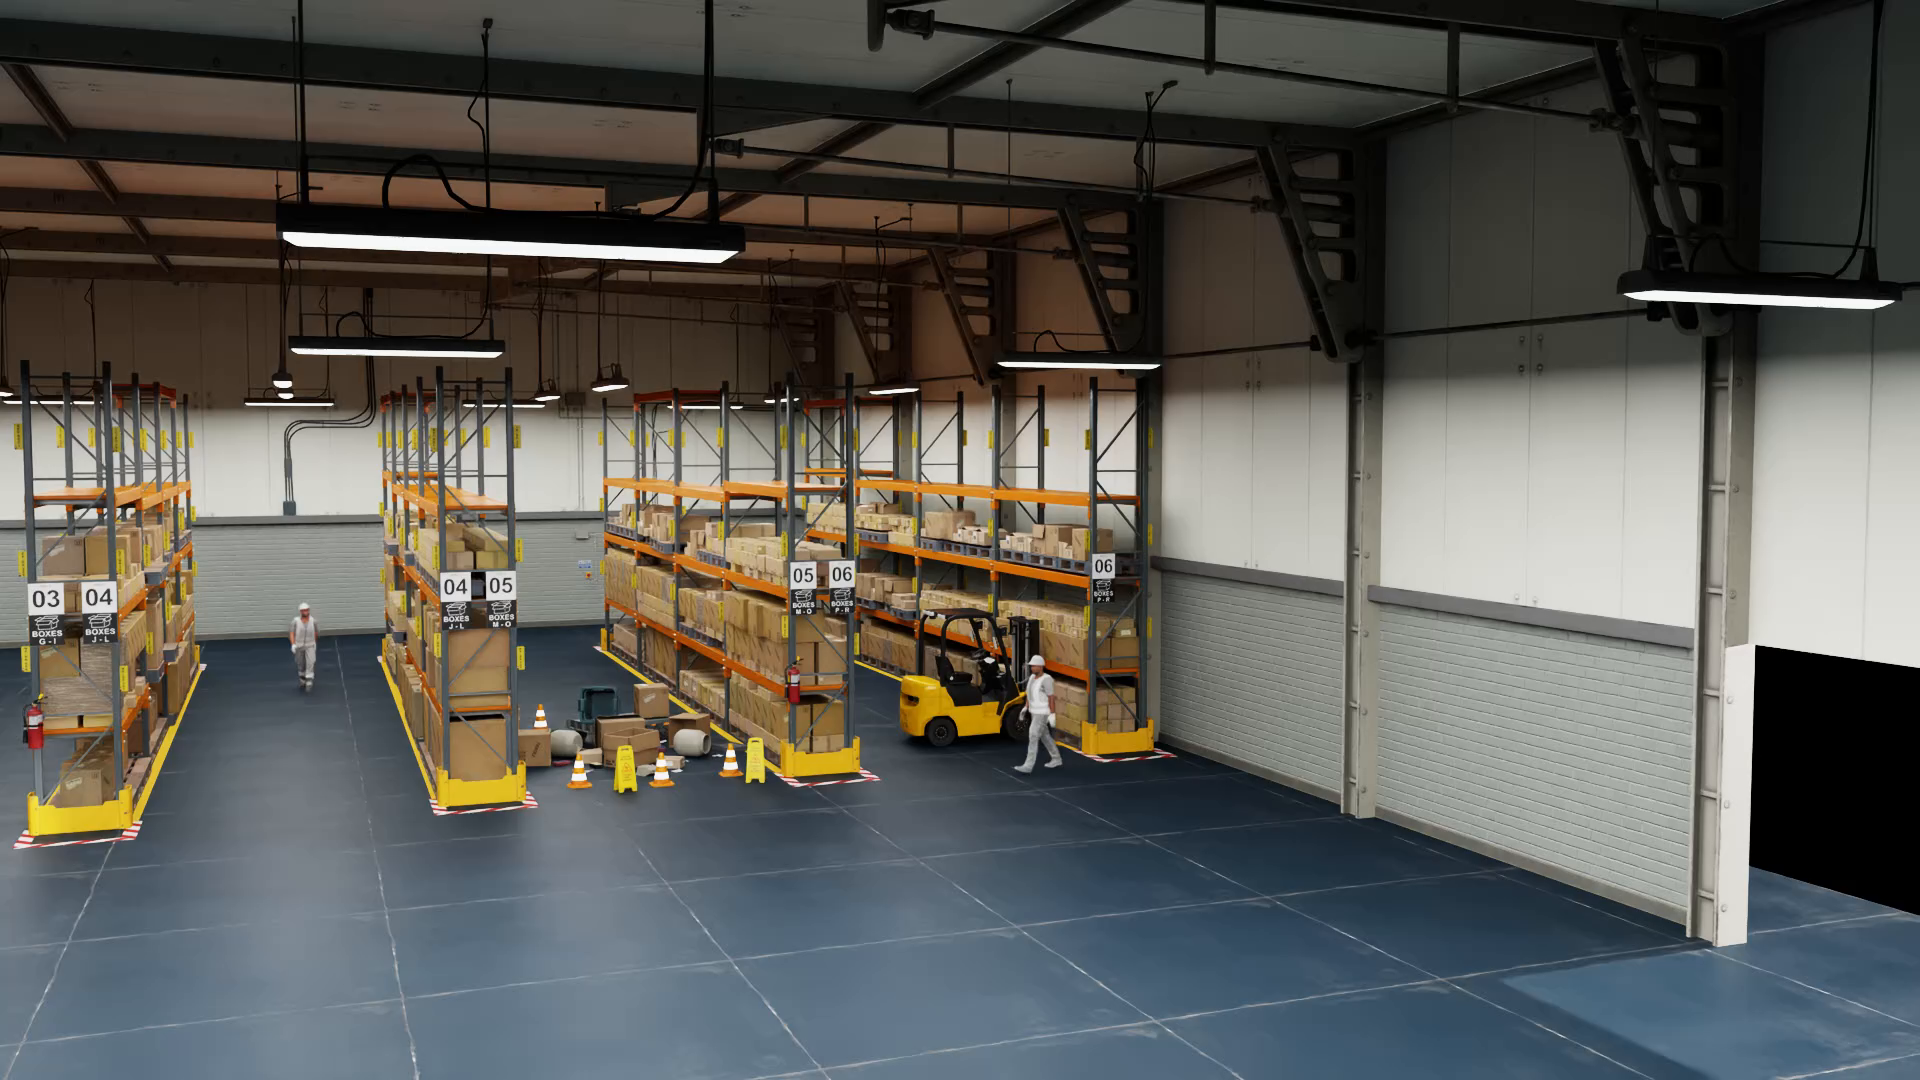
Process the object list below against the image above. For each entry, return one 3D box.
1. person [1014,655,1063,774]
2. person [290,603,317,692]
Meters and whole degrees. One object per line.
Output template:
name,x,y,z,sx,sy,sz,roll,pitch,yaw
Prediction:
person,1.169,2.620,25.134,0.884,1.768,0.554,-1,4,-18
person,-13.065,2.122,33.107,0.510,1.725,1.068,-1,4,-19
